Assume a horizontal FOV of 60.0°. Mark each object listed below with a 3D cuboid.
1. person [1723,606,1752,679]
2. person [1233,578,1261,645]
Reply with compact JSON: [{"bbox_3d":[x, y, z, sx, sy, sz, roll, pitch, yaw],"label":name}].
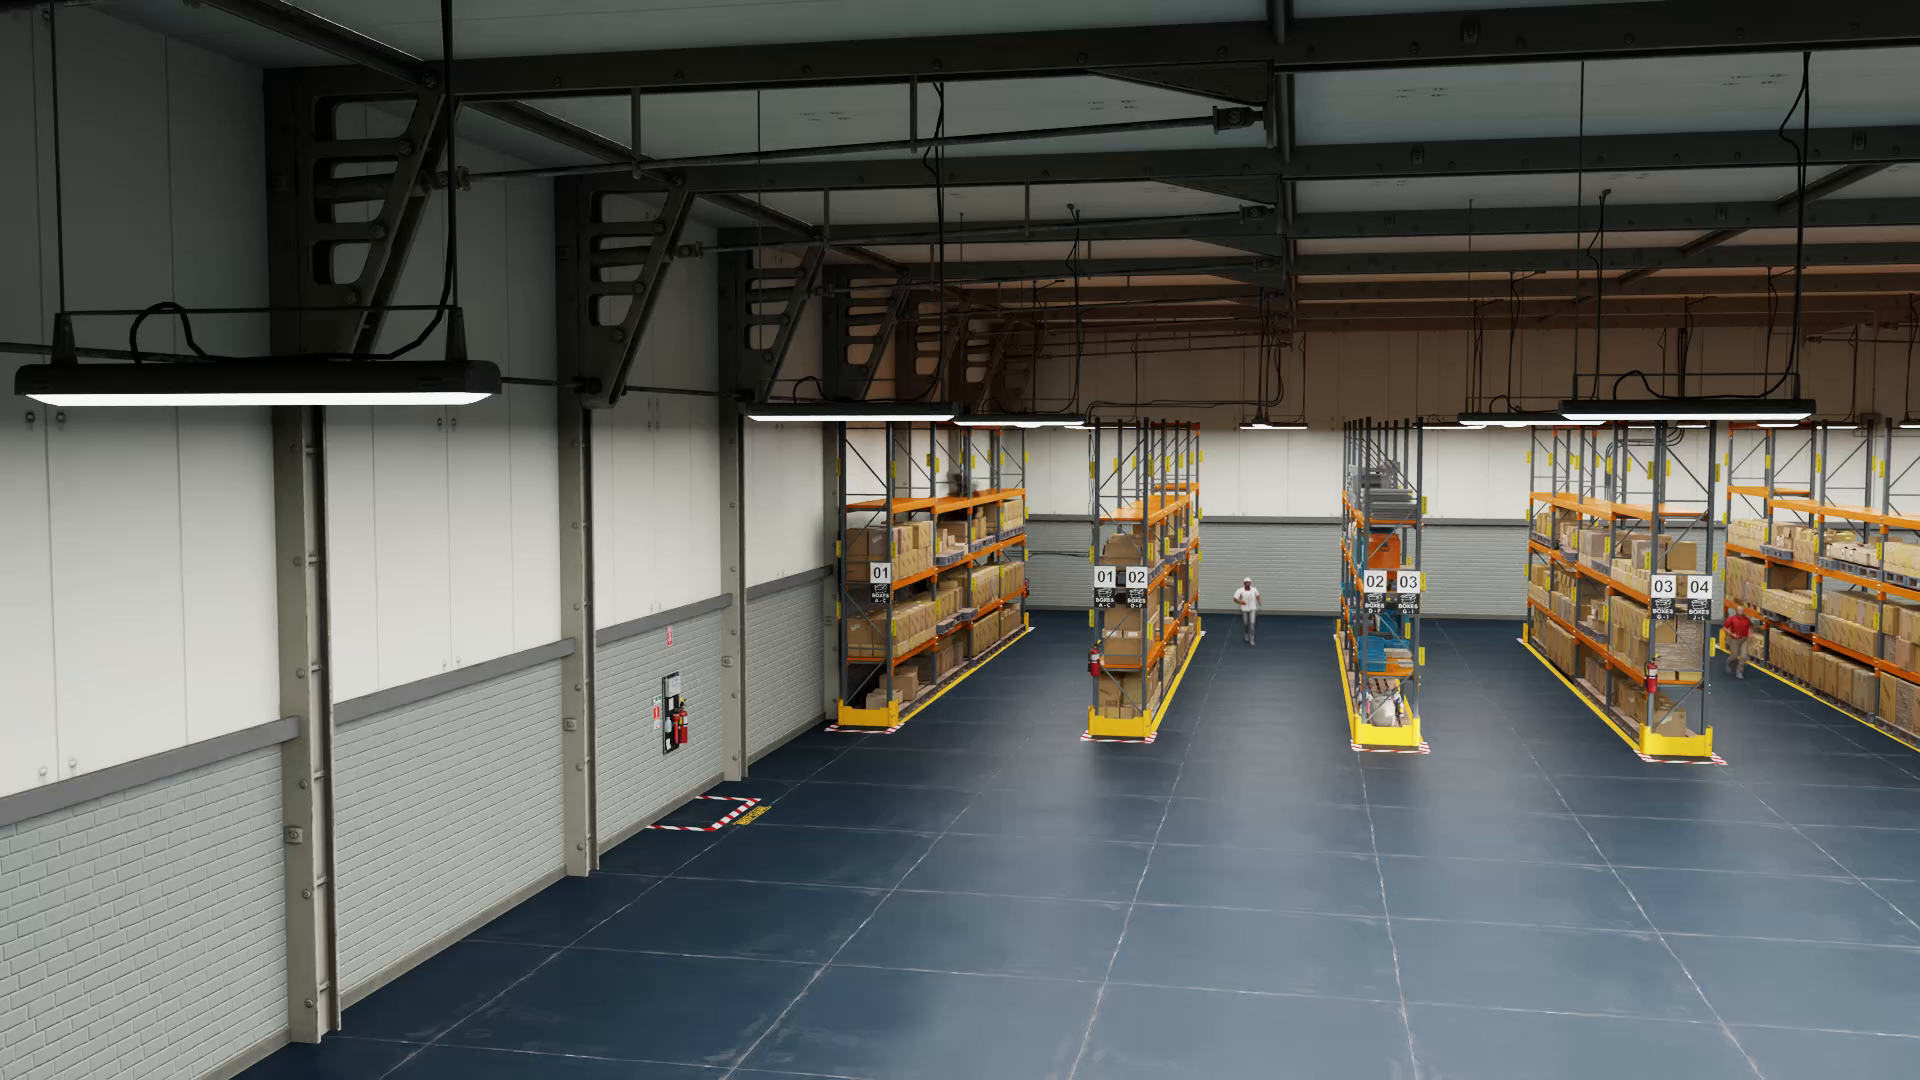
[{"bbox_3d":[18.141,2.365,38.758,0.664,1.684,0.659,0,4,2],"label":"person"},{"bbox_3d":[7.780,1.922,45.059,0.740,1.818,0.847,0,4,-1],"label":"person"}]
